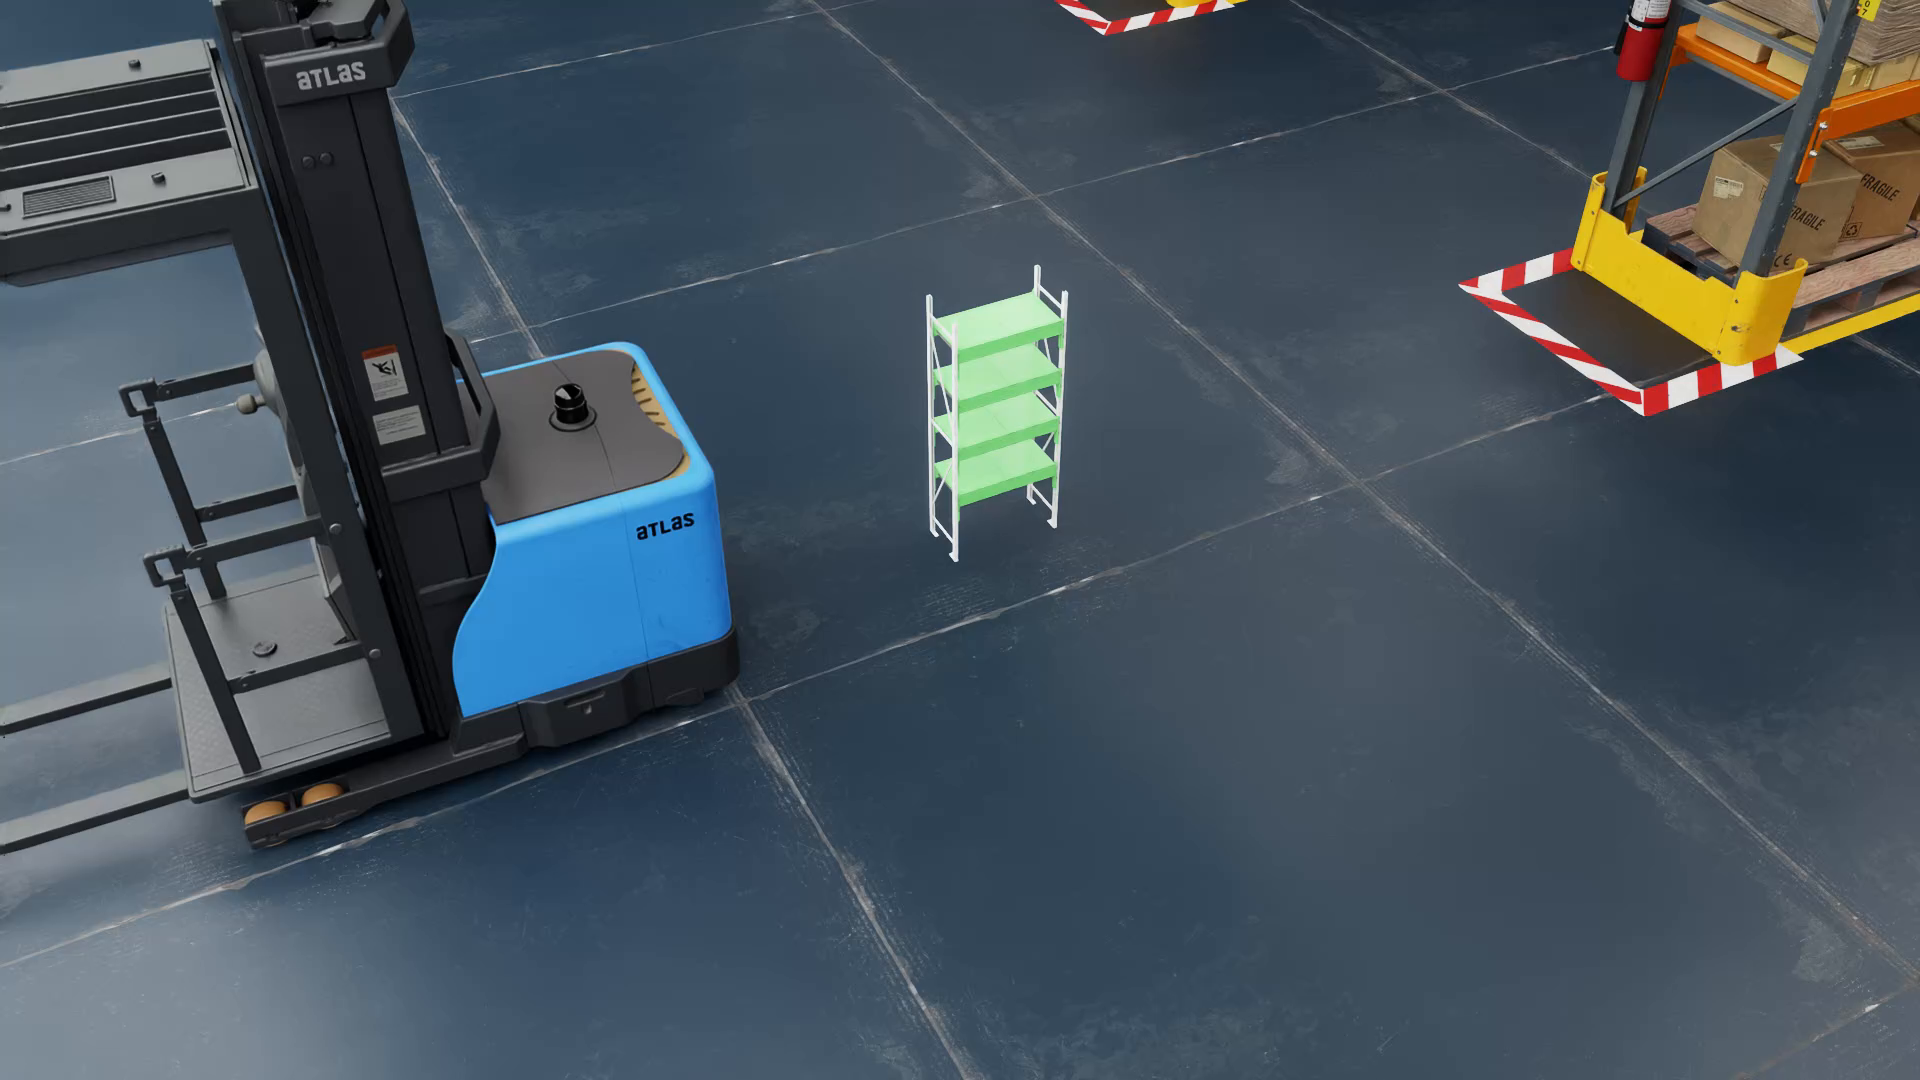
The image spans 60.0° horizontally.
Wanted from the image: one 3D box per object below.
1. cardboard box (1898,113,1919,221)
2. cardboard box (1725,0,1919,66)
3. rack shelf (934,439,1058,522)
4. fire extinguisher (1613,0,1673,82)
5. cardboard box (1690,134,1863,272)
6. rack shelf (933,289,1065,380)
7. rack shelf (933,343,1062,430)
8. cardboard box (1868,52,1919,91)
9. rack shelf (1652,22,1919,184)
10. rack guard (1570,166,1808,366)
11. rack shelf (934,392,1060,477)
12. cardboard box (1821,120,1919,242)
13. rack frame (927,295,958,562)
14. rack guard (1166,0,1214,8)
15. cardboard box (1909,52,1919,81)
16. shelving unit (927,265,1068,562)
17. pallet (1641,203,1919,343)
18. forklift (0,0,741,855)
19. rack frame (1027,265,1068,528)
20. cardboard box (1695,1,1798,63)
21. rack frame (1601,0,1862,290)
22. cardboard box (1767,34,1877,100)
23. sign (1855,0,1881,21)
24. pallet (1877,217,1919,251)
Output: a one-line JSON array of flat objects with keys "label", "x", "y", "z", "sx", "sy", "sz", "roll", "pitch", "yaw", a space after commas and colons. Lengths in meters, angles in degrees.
[{"label": "cardboard box", "x": 5.286, "y": -2.116, "z": 9.037, "sx": 0.500, "sy": 0.500, "sz": 0.500, "roll": -15, "pitch": 42, "yaw": -17}, {"label": "cardboard box", "x": 4.146, "y": -2.659, "z": 7.762, "sx": 0.500, "sy": 0.500, "sz": 0.875, "roll": -19, "pitch": 44, "yaw": -21}, {"label": "rack shelf", "x": 0.147, "y": -0.275, "z": 7.117, "sx": 0.480, "sy": 0.148, "sz": 0.258, "roll": -19, "pitch": 44, "yaw": -21}, {"label": "fire extinguisher", "x": 3.331, "y": -2.559, "z": 8.011, "sx": 0.183, "sy": 0.674, "sz": 0.296, "roll": -19, "pitch": 44, "yaw": -21}, {"label": "cardboard box", "x": 4.207, "y": -1.742, "z": 8.595, "sx": 0.500, "sy": 0.500, "sz": 0.500, "roll": -11, "pitch": 41, "yaw": -13}, {"label": "rack shelf", "x": 0.147, "y": -0.825, "z": 6.652, "sx": 0.480, "sy": 0.148, "sz": 0.258, "roll": -19, "pitch": 44, "yaw": -21}, {"label": "rack shelf", "x": 0.147, "y": -0.642, "z": 6.807, "sx": 0.480, "sy": 0.148, "sz": 0.258, "roll": -19, "pitch": 44, "yaw": -21}, {"label": "cardboard box", "x": 4.239, "y": -2.275, "z": 7.810, "sx": 0.250, "sy": 0.149, "sz": 0.380, "roll": -19, "pitch": 44, "yaw": -21}, {"label": "rack shelf", "x": 5.420, "y": -2.681, "z": 8.652, "sx": 4.000, "sy": 0.370, "sz": 1.077, "roll": -19, "pitch": 44, "yaw": -21}, {"label": "rack guard", "x": 3.713, "y": -1.427, "z": 8.549, "sx": 0.348, "sy": 0.500, "sz": 1.175, "roll": -19, "pitch": 44, "yaw": -21}, {"label": "rack shelf", "x": 0.147, "y": -0.459, "z": 6.962, "sx": 0.480, "sy": 0.148, "sz": 0.258, "roll": -19, "pitch": 44, "yaw": -21}, {"label": "cardboard box", "x": 4.722, "y": -1.940, "z": 8.829, "sx": 0.500, "sy": 0.500, "sz": 0.500, "roll": -8, "pitch": 41, "yaw": -9}, {"label": "rack frame", "x": -0.070, "y": -0.435, "z": 6.835, "sx": 0.015, "sy": 1.200, "sz": 0.240, "roll": -19, "pitch": 44, "yaw": -21}, {"label": "rack guard", "x": 1.404, "y": -4.292, "z": 11.934, "sx": 0.348, "sy": 0.500, "sz": 1.175, "roll": -19, "pitch": 44, "yaw": -21}, {"label": "cardboard box", "x": 4.468, "y": -2.341, "z": 7.888, "sx": 0.250, "sy": 0.149, "sz": 0.380, "roll": -19, "pitch": 44, "yaw": -21}, {"label": "shelving unit", "x": 0.147, "y": -0.507, "z": 6.921, "sx": 0.503, "sy": 1.200, "sz": 0.258, "roll": -19, "pitch": 44, "yaw": -21}, {"label": "pallet", "x": 4.450, "y": -1.539, "z": 8.905, "sx": 1.213, "sy": 0.211, "sz": 1.003, "roll": -19, "pitch": 44, "yaw": -21}, {"label": "forklift", "x": -2.420, "y": -0.413, "z": 5.469, "sx": 3.031, "sy": 2.935, "sz": 1.130, "roll": -17, "pitch": 43, "yaw": -19}, {"label": "rack frame", "x": 0.363, "y": -0.580, "z": 7.007, "sx": 0.015, "sy": 1.200, "sz": 0.240, "roll": -19, "pitch": 44, "yaw": -21}, {"label": "cardboard box", "x": 3.803, "y": -2.466, "z": 8.036, "sx": 0.250, "sy": 0.149, "sz": 0.380, "roll": -19, "pitch": 44, "yaw": -21}, {"label": "rack frame", "x": 3.646, "y": -2.359, "z": 7.715, "sx": 0.127, "sy": 3.000, "sz": 1.000, "roll": -19, "pitch": 44, "yaw": -21}, {"label": "cardboard box", "x": 4.009, "y": -2.211, "z": 7.735, "sx": 0.250, "sy": 0.149, "sz": 0.380, "roll": -19, "pitch": 44, "yaw": -21}, {"label": "sign", "x": 3.897, "y": -2.378, "z": 7.068, "sx": 0.005, "sy": 0.325, "sz": 0.100, "roll": -19, "pitch": 44, "yaw": -21}, {"label": "pallet", "x": 5.531, "y": -1.901, "z": 9.332, "sx": 1.213, "sy": 0.211, "sz": 1.003, "roll": -19, "pitch": 44, "yaw": -21}]
